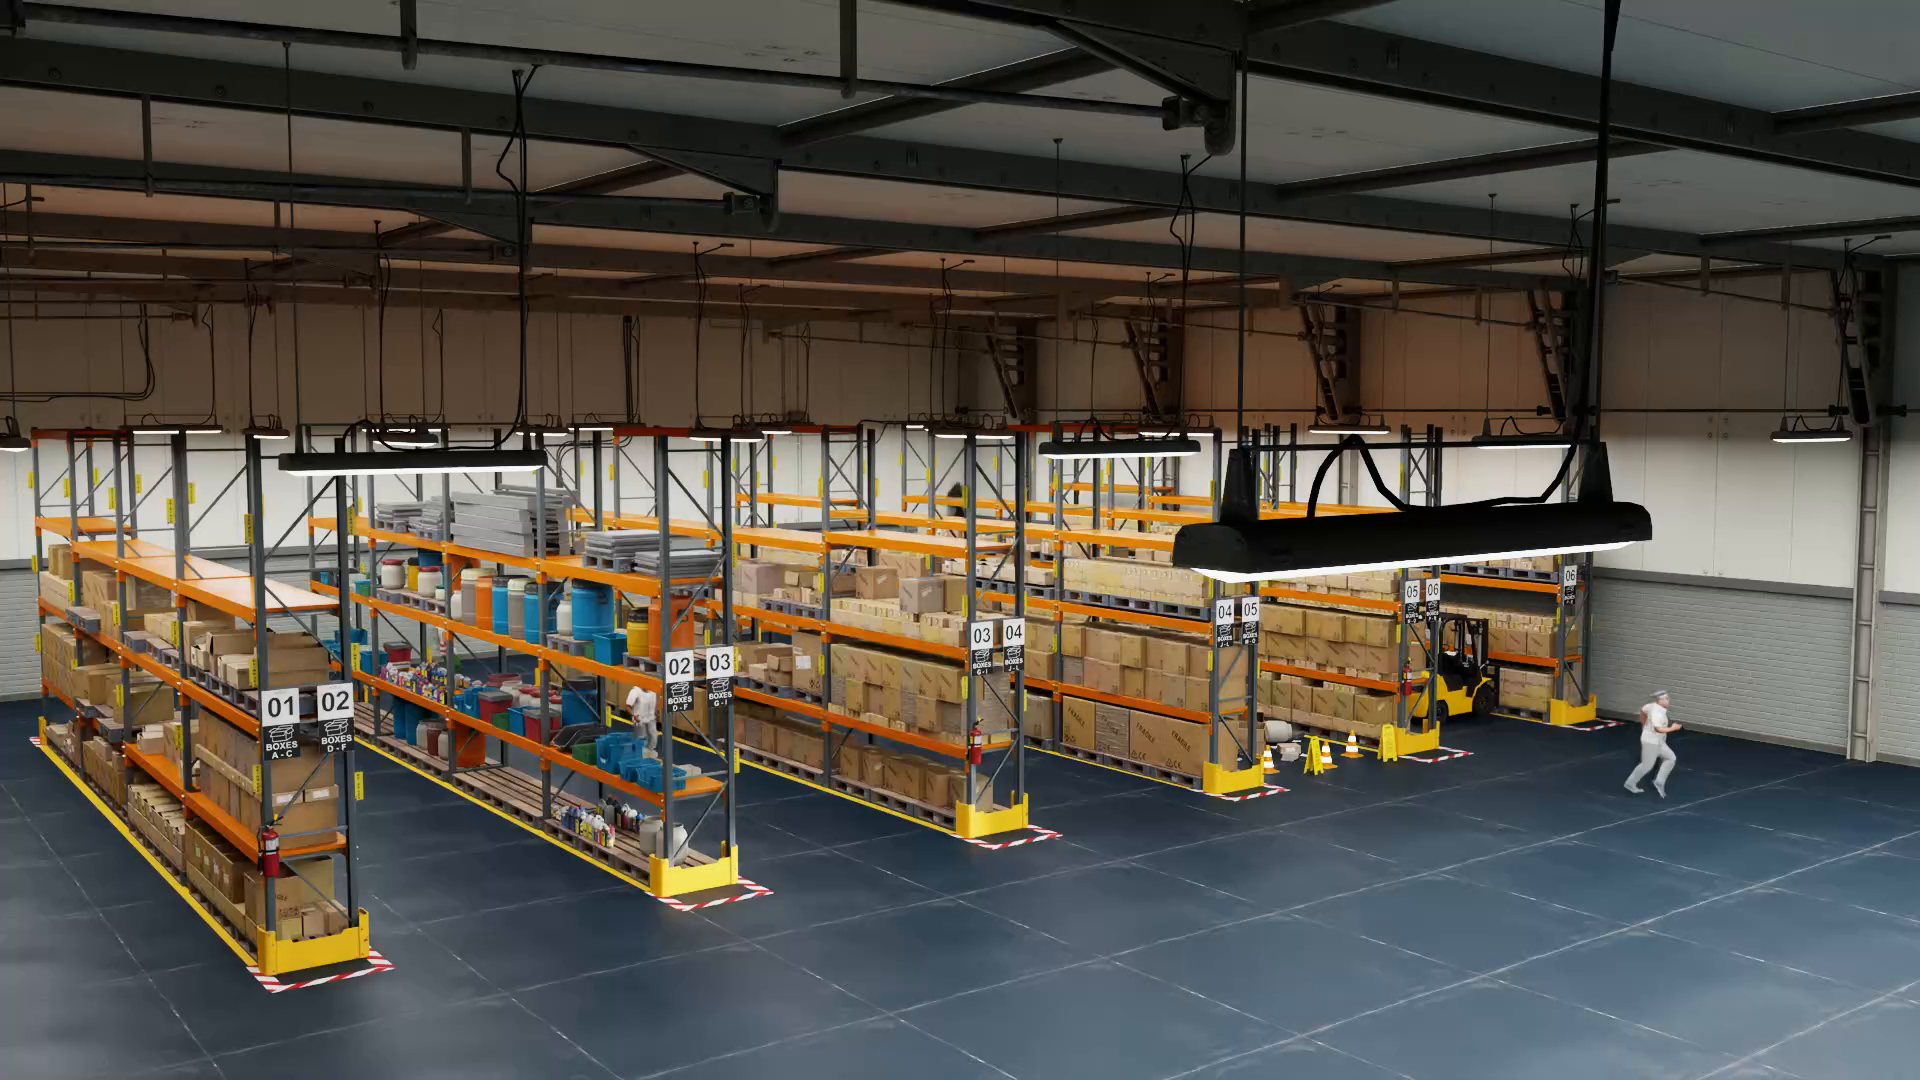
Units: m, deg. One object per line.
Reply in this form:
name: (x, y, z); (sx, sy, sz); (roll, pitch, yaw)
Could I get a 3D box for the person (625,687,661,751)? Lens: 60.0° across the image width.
person: (-5.626, 3.168, 29.393); (0.748, 1.723, 0.690); (4, 6, 44)

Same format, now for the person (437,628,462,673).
person: (-11.499, 2.536, 37.326); (0.545, 1.746, 0.661); (-4, 6, -40)

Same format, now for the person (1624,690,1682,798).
person: (11.334, 3.330, 27.188); (0.853, 1.795, 0.689); (2, 5, 25)
